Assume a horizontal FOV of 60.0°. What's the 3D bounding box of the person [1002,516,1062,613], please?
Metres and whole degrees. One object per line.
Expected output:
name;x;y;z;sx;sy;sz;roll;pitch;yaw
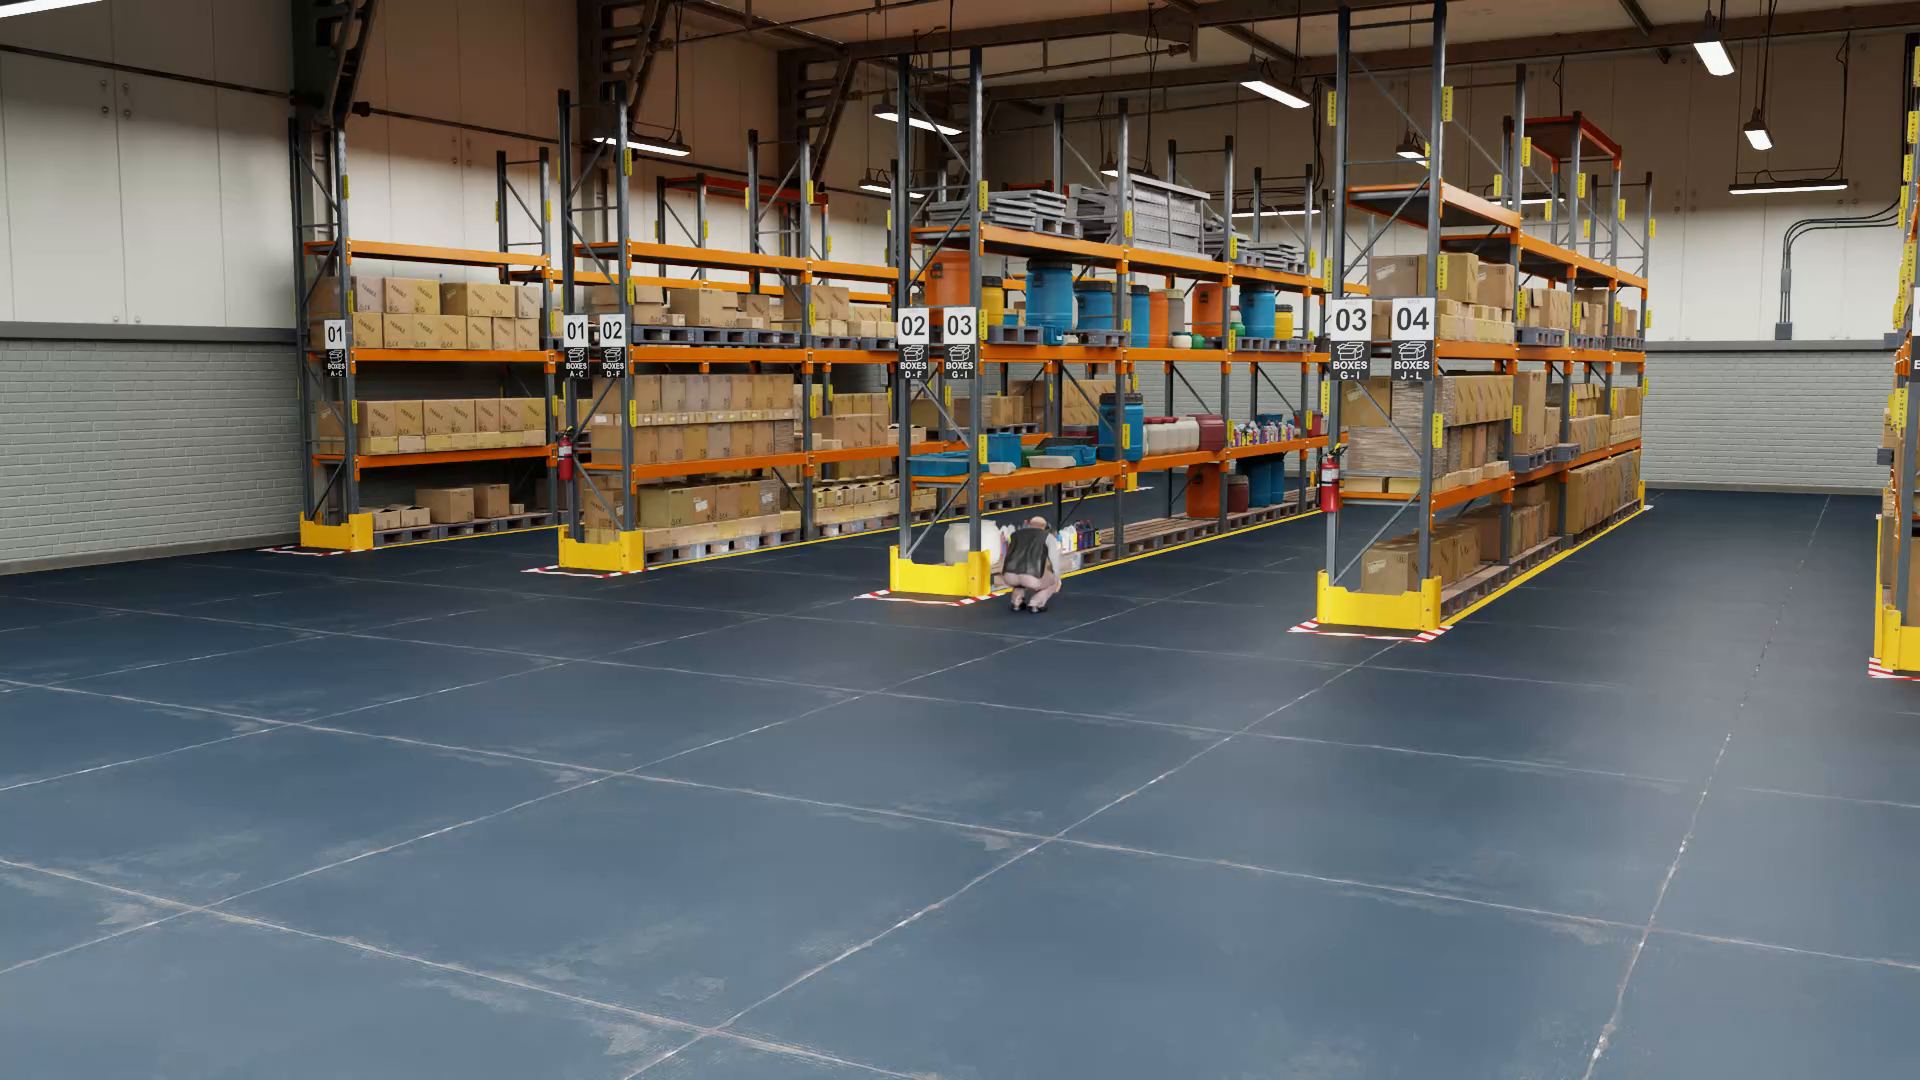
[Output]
person;0.757;0.255;17.513;0.529;0.970;0.853;3;7;28
